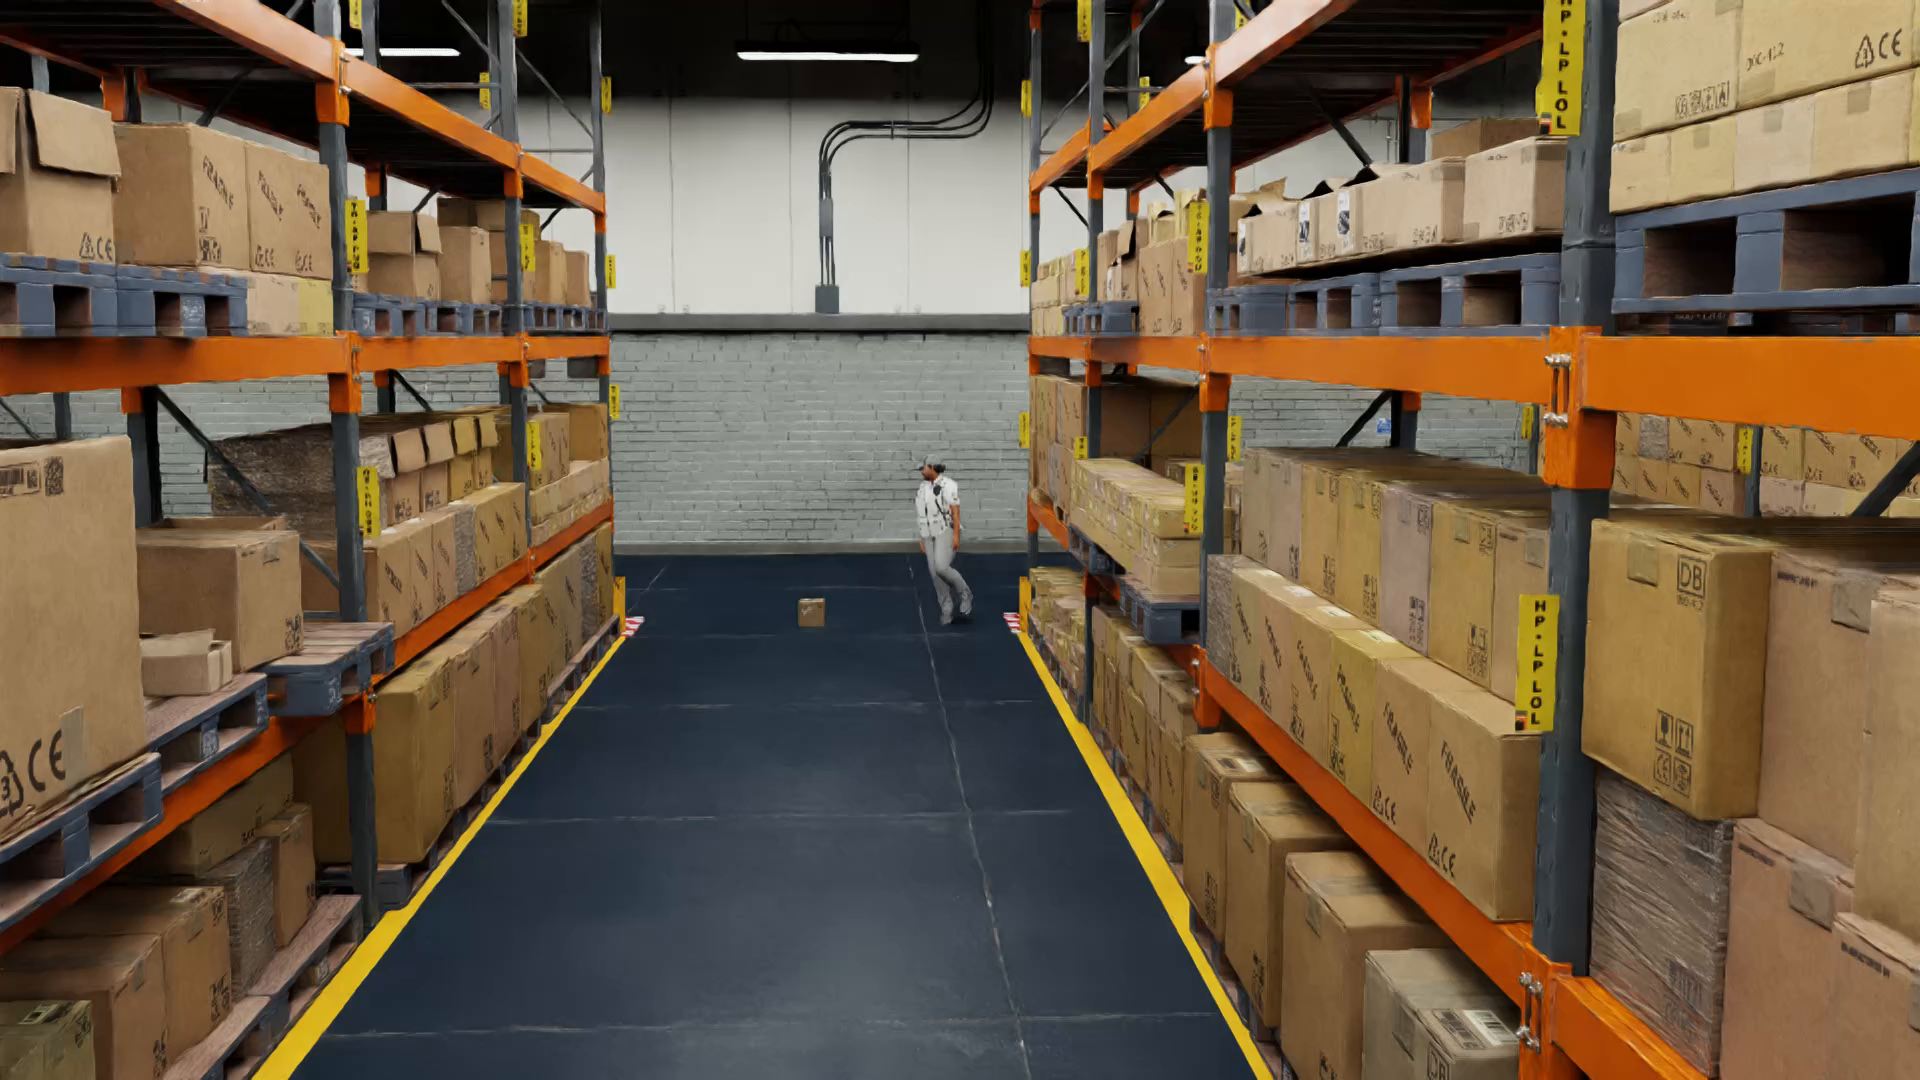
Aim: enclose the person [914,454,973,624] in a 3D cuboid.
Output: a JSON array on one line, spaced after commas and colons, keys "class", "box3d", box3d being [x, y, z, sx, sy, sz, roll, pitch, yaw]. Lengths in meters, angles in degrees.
[{"class": "person", "box3d": [-0.191, -0.014, 16.401, 0.649, 1.653, 0.483, 5, 9, 35]}]
